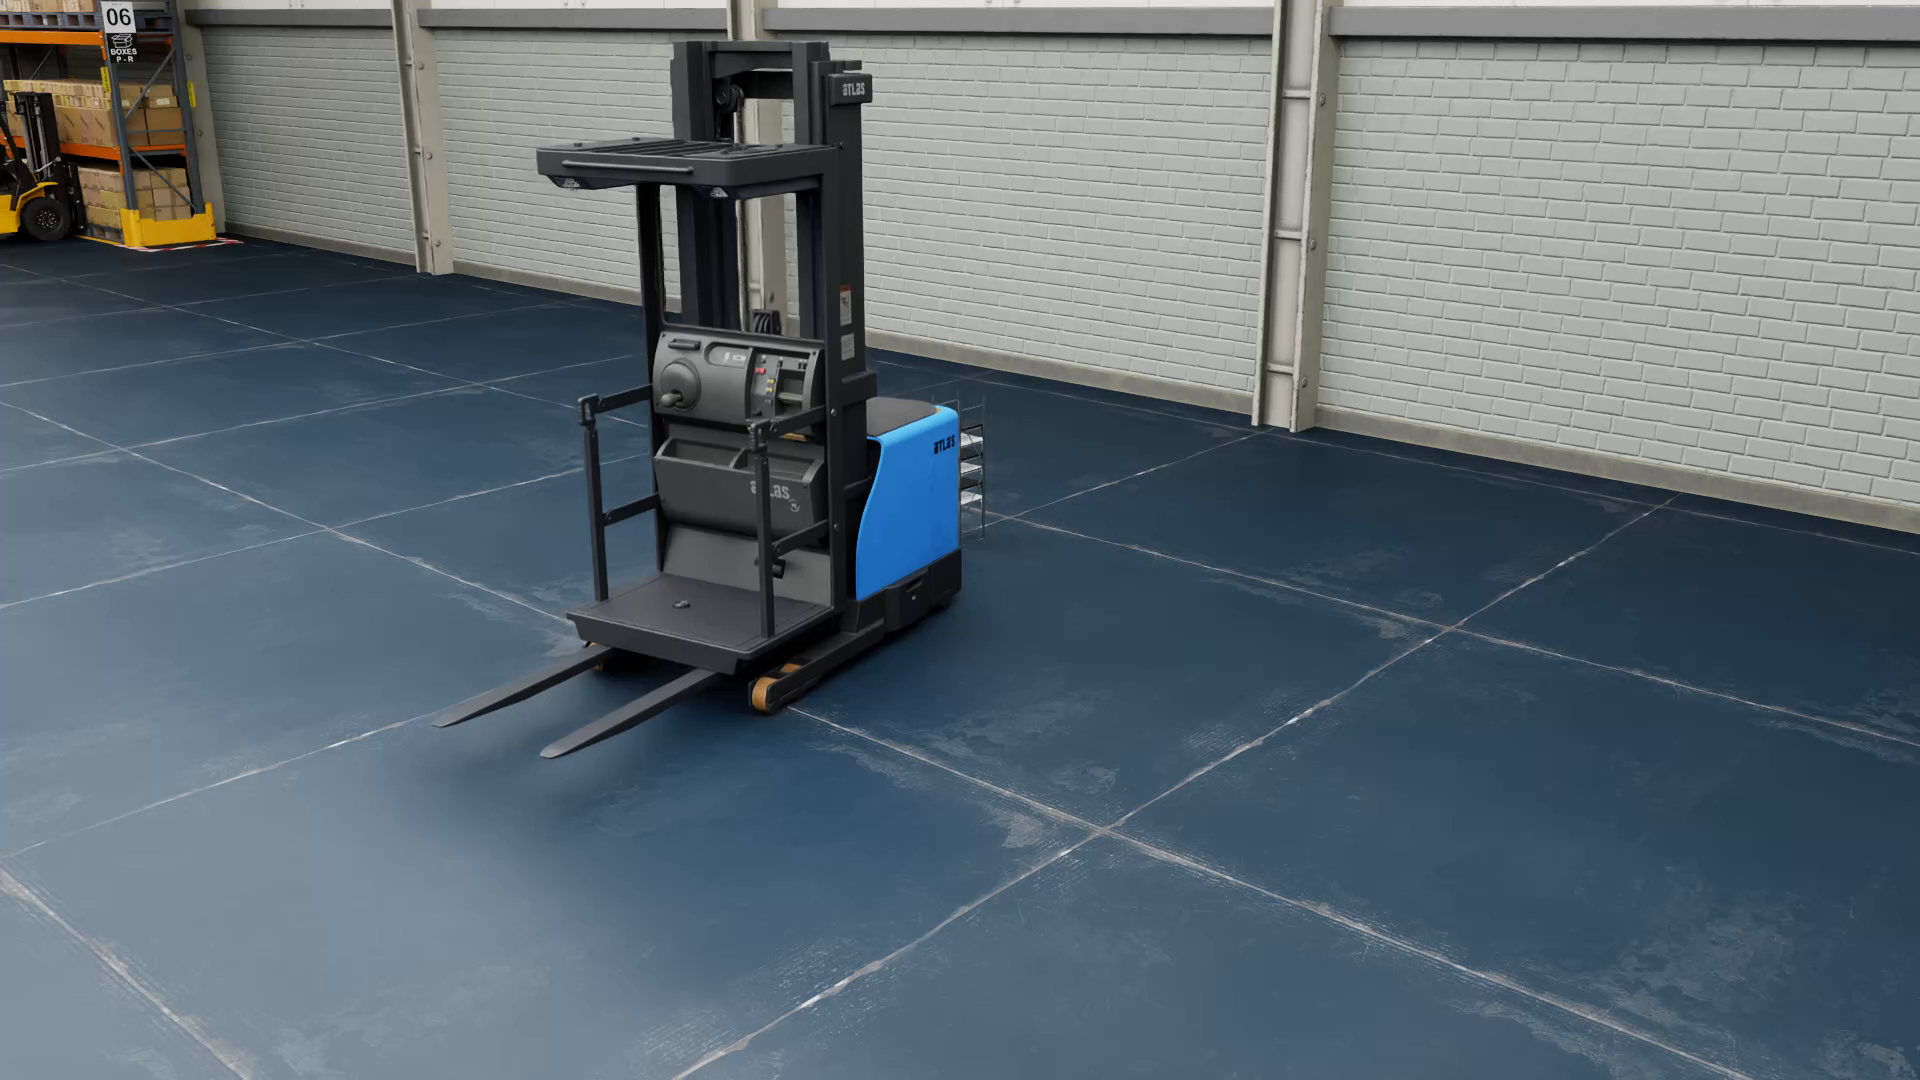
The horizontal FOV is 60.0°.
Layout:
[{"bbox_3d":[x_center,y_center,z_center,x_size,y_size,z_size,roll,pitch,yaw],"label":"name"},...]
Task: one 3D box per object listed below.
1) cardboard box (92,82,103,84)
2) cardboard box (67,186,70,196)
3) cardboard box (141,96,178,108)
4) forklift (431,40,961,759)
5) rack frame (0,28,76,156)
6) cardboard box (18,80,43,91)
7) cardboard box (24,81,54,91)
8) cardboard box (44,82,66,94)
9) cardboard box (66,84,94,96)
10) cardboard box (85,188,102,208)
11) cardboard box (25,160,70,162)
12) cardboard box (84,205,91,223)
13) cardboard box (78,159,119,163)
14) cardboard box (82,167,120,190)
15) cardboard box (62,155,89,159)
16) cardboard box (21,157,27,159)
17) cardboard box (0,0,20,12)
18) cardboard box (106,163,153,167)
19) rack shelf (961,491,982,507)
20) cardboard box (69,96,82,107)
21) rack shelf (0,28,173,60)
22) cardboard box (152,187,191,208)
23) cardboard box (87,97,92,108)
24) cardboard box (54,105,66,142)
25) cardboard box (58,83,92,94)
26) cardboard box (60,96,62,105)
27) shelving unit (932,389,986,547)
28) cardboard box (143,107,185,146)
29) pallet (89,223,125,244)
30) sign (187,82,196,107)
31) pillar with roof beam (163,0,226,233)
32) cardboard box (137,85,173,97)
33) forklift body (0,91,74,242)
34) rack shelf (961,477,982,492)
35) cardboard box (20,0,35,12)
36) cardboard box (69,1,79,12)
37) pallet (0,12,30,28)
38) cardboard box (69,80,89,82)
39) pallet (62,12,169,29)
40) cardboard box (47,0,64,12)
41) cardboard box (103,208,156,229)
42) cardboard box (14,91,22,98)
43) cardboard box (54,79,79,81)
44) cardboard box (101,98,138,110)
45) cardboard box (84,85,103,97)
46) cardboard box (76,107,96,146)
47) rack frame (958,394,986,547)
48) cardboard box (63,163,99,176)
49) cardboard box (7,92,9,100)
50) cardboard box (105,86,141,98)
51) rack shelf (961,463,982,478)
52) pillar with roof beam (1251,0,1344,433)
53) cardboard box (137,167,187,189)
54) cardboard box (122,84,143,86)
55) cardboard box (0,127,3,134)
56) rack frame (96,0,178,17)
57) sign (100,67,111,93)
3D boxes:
[{"bbox_3d":[-12.272,-6.526,23.985,0.250,0.149,0.380,15,23,40],"label":"cardboard box"},{"bbox_3d":[-12.736,-5.052,24.097,0.500,0.250,0.500,15,23,39],"label":"cardboard box"},{"bbox_3d":[-11.106,-6.078,23.066,0.250,0.149,0.380,14,23,38],"label":"cardboard box"},{"bbox_3d":[-1.166,-0.760,7.663,1.130,2.935,3.031,10,20,28],"label":"forklift"},{"bbox_3d":[-14.016,-6.397,25.311,0.127,3.000,1.000,15,23,39],"label":"rack frame"},{"bbox_3d":[-13.707,-6.737,24.651,0.250,0.149,0.380,15,23,40],"label":"cardboard box"},{"bbox_3d":[-13.398,-6.609,24.247,0.250,0.149,0.380,16,23,40],"label":"cardboard box"},{"bbox_3d":[-12.959,-6.524,23.981,0.250,0.149,0.380,15,23,39],"label":"cardboard box"},{"bbox_3d":[-12.256,-6.300,23.274,0.250,0.149,0.380,16,23,41],"label":"cardboard box"},{"bbox_3d":[-11.964,-4.852,23.467,0.500,0.250,0.500,15,23,39],"label":"cardboard box"},{"bbox_3d":[-13.487,-5.490,24.651,0.500,0.250,0.500,15,23,39],"label":"cardboard box"},{"bbox_3d":[-12.319,-4.711,23.849,0.500,0.250,0.500,15,23,40],"label":"cardboard box"},{"bbox_3d":[-12.761,-5.505,24.699,0.500,0.250,0.500,15,23,40],"label":"cardboard box"},{"bbox_3d":[-11.962,-5.083,23.369,0.500,0.250,0.500,16,23,40],"label":"cardboard box"},{"bbox_3d":[-13.520,-5.708,25.338,0.500,0.250,0.500,16,23,40],"label":"cardboard box"},{"bbox_3d":[-14.989,-5.725,26.425,0.625,0.625,0.875,15,23,39],"label":"cardboard box"},{"bbox_3d":[-13.556,-7.810,24.092,0.500,0.311,0.500,16,23,40],"label":"cardboard box"},{"bbox_3d":[-12.001,-5.302,24.058,0.500,0.250,0.500,15,23,39],"label":"cardboard box"},{"bbox_3d":[-0.006,-0.227,10.045,0.200,0.077,0.258,15,23,39],"label":"rack shelf"},{"bbox_3d":[-12.243,-6.163,23.335,0.250,0.149,0.380,14,22,38],"label":"cardboard box"},{"bbox_3d":[-12.520,-7.083,23.700,4.000,0.370,1.077,15,23,39],"label":"rack shelf"},{"bbox_3d":[-11.238,-4.863,23.502,0.500,0.250,0.500,16,23,40],"label":"cardboard box"},{"bbox_3d":[-11.834,-6.068,23.035,0.250,0.149,0.380,16,23,40],"label":"cardboard box"},{"bbox_3d":[-12.716,-5.989,23.858,0.500,0.500,0.500,15,23,40],"label":"cardboard box"},{"bbox_3d":[-12.583,-6.424,23.664,0.250,0.149,0.380,15,23,40],"label":"cardboard box"},{"bbox_3d":[-12.572,-6.280,23.703,0.250,0.149,0.380,15,23,39],"label":"cardboard box"},{"bbox_3d":[-0.006,-0.431,9.981,0.210,0.900,0.258,15,23,39],"label":"shelving unit"},{"bbox_3d":[-11.211,-5.804,23.276,0.500,0.500,0.500,16,24,41],"label":"cardboard box"},{"bbox_3d":[-11.624,-4.409,23.656,1.213,0.211,1.003,15,23,39],"label":"pallet"},{"bbox_3d":[-10.652,-6.169,23.029,0.005,0.325,0.100,15,23,39],"label":"sign"},{"bbox_3d":[-13.804,-7.823,19.886,0.400,9.000,9.100,15,23,39],"label":"pillar with roof beam"},{"bbox_3d":[-11.134,-6.209,22.986,0.250,0.149,0.380,14,23,38],"label":"cardboard box"},{"bbox_3d":[-13.654,-5.158,22.807,1.214,2.155,2.313,15,23,39],"label":"forklift body"},{"bbox_3d":[-0.006,-0.313,10.018,0.200,0.077,0.258,15,23,39],"label":"rack shelf"},{"bbox_3d":[-13.108,-7.644,23.643,0.258,0.266,0.396,14,23,38],"label":"cardboard box"},{"bbox_3d":[-11.846,-7.250,22.593,0.250,0.149,0.380,14,22,38],"label":"cardboard box"},{"bbox_3d":[-13.361,-7.619,24.349,1.213,0.211,1.003,15,23,39],"label":"pallet"},{"bbox_3d":[-12.981,-6.754,24.706,0.250,0.149,0.380,14,23,38],"label":"cardboard box"},{"bbox_3d":[-11.536,-7.130,22.805,1.213,0.211,1.003,15,23,39],"label":"pallet"},{"bbox_3d":[-12.217,-7.581,23.058,0.500,0.500,0.700,15,23,40],"label":"cardboard box"},{"bbox_3d":[-11.586,-4.507,23.204,0.500,0.250,0.500,15,23,40],"label":"cardboard box"},{"bbox_3d":[-13.758,-6.579,24.645,0.250,0.149,0.380,16,23,41],"label":"cardboard box"},{"bbox_3d":[-13.417,-6.840,24.977,0.250,0.149,0.380,14,23,38],"label":"cardboard box"},{"bbox_3d":[-11.470,-5.957,22.686,0.250,0.149,0.380,15,23,40],"label":"cardboard box"},{"bbox_3d":[-11.851,-6.206,22.978,0.250,0.149,0.380,16,23,40],"label":"cardboard box"},{"bbox_3d":[-11.949,-5.787,23.224,0.500,0.500,0.500,16,24,41],"label":"cardboard box"},{"bbox_3d":[0.070,-0.410,9.916,0.006,0.900,0.240,15,23,39],"label":"rack frame"},{"bbox_3d":[-12.720,-5.286,24.007,0.500,0.250,0.500,14,23,38],"label":"cardboard box"},{"bbox_3d":[-14.419,-6.772,25.255,0.250,0.149,0.380,16,24,41],"label":"cardboard box"},{"bbox_3d":[-11.432,-6.117,22.698,0.250,0.149,0.380,15,23,39],"label":"cardboard box"},{"bbox_3d":[-0.006,-0.399,9.991,0.200,0.077,0.258,15,23,39],"label":"rack shelf"},{"bbox_3d":[-0.342,-4.209,8.498,0.400,9.000,9.100,15,23,39],"label":"pillar with roof beam"},{"bbox_3d":[-11.258,-5.100,23.420,0.500,0.250,0.500,15,23,38],"label":"cardboard box"},{"bbox_3d":[-11.514,-6.318,23.333,0.250,0.149,0.380,16,23,40],"label":"cardboard box"},{"bbox_3d":[-14.567,-6.368,25.466,0.500,0.250,0.500,16,23,40],"label":"cardboard box"},{"bbox_3d":[-11.024,-8.454,21.872,0.127,3.000,1.000,15,23,39],"label":"rack frame"},{"bbox_3d":[-11.395,-6.139,22.191,0.005,0.325,0.100,15,23,39],"label":"sign"}]
